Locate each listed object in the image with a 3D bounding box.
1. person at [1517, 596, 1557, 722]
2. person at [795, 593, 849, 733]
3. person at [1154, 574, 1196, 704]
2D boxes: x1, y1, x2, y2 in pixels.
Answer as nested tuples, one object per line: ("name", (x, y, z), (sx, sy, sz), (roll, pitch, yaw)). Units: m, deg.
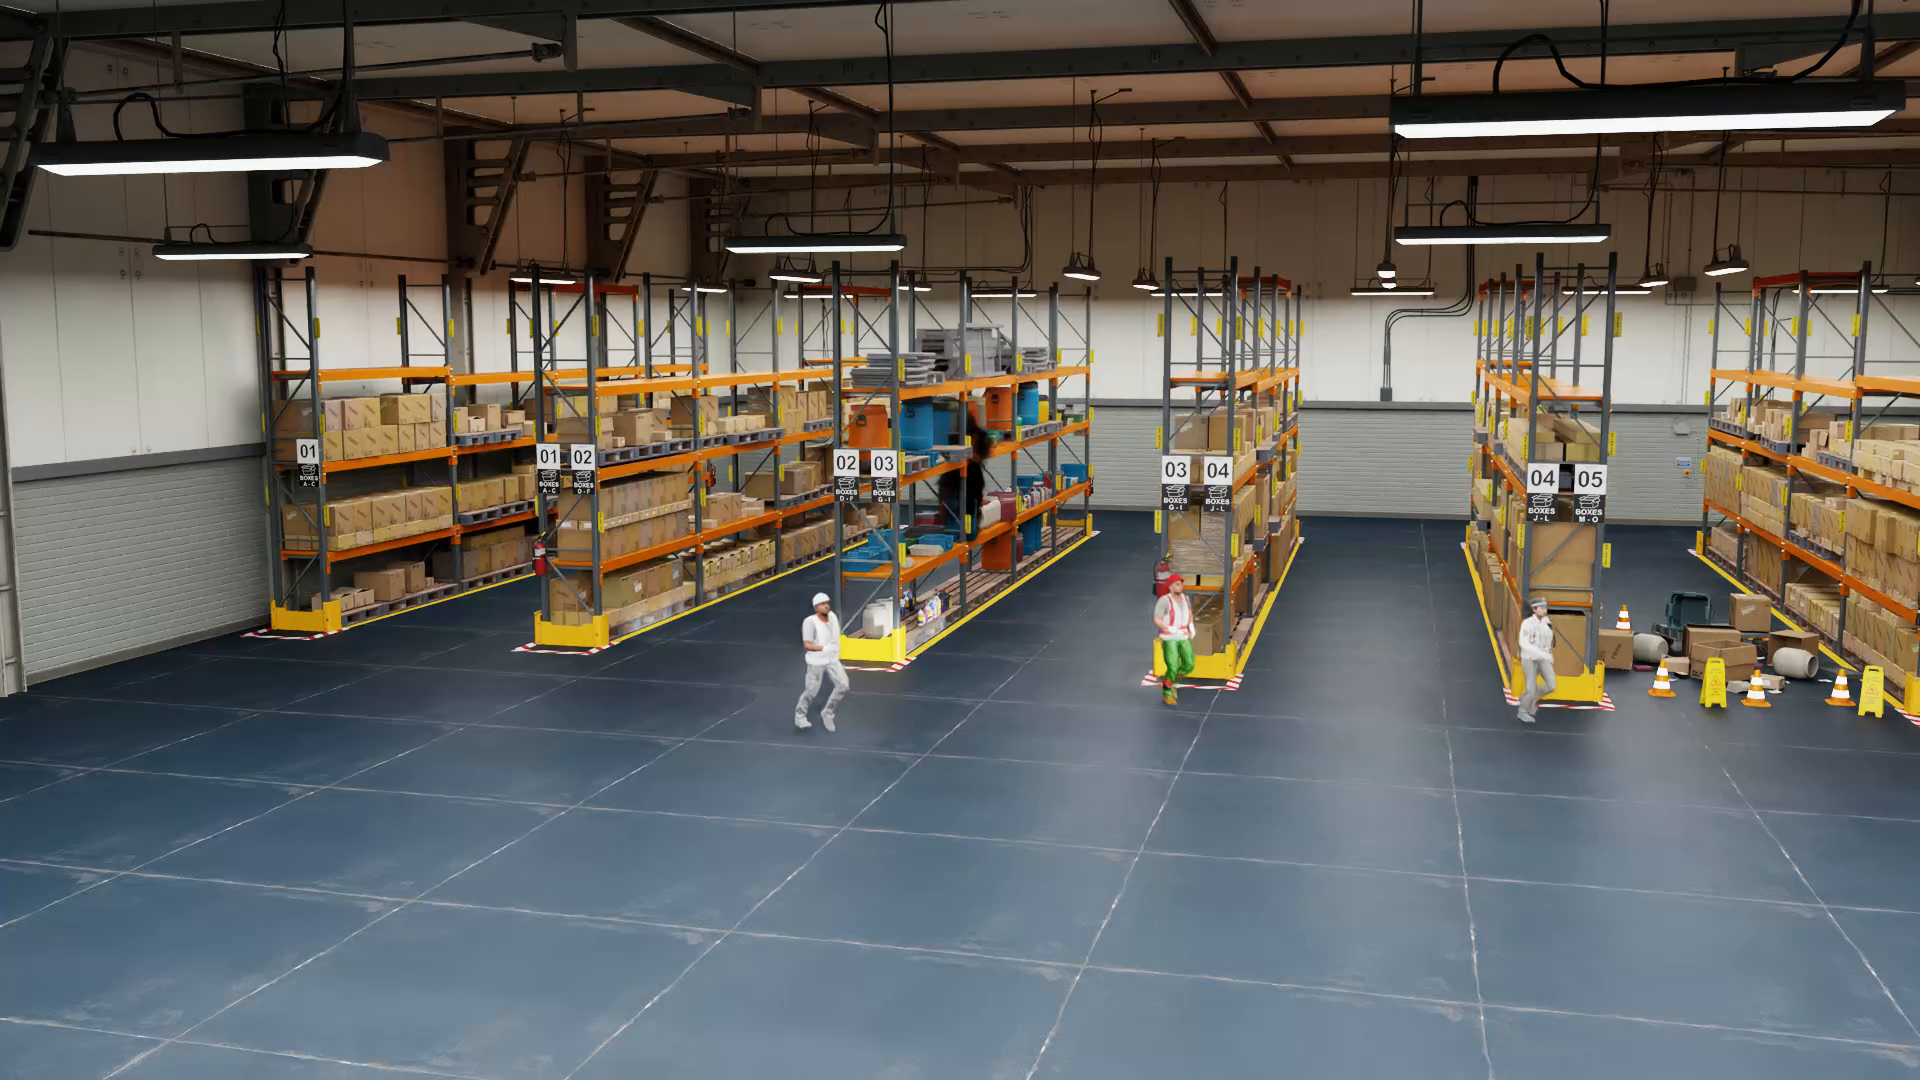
("person", (7.348, 1.518, 21.091), (0.595, 1.645, 0.616), (-3, 8, -23))
("person", (-1.678, 1.514, 20.568), (0.699, 1.762, 0.861), (-7, 10, -42))
("person", (2.919, 1.325, 22.237), (0.711, 1.757, 0.607), (-4, 8, -31))
